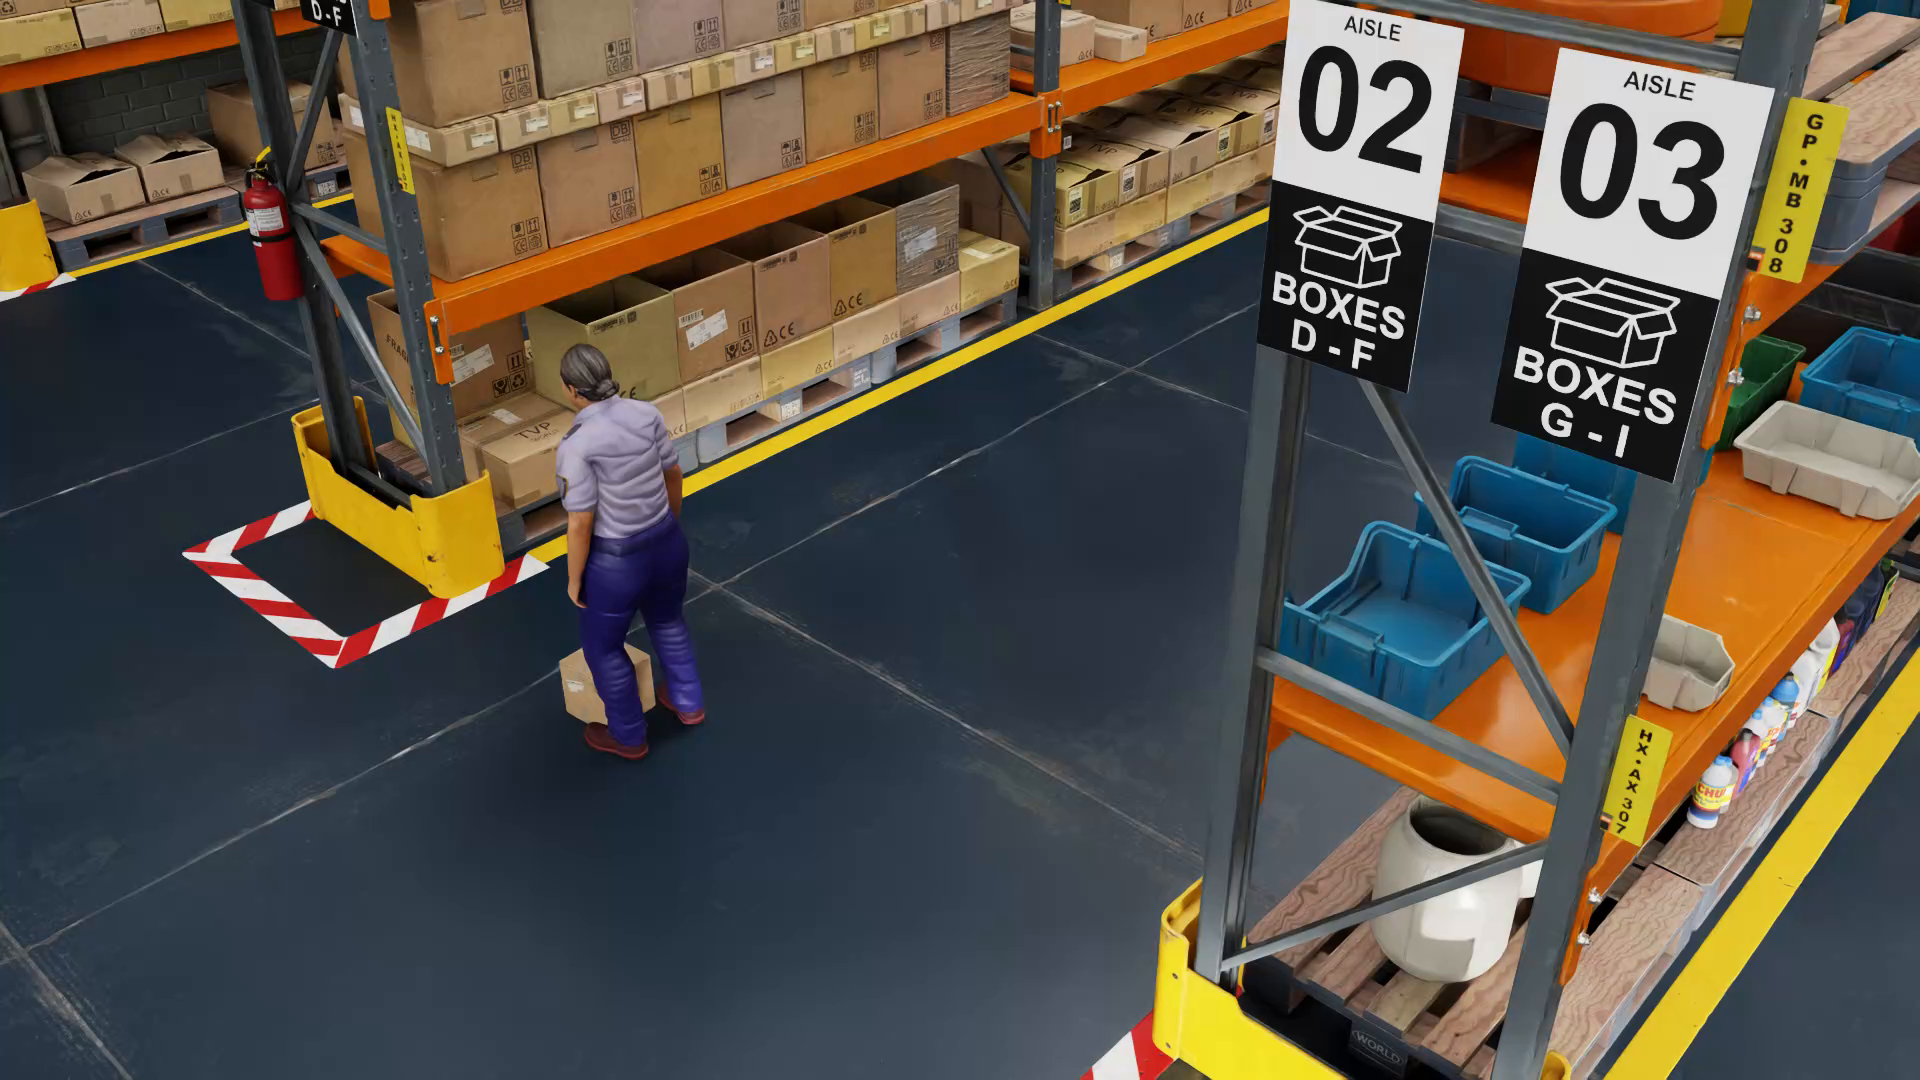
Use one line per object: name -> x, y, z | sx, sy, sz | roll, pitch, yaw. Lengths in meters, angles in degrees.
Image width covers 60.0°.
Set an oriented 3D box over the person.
person -> -1.210, 0.050, 6.061 | 0.376, 1.650, 0.549 | 23, 39, 33
